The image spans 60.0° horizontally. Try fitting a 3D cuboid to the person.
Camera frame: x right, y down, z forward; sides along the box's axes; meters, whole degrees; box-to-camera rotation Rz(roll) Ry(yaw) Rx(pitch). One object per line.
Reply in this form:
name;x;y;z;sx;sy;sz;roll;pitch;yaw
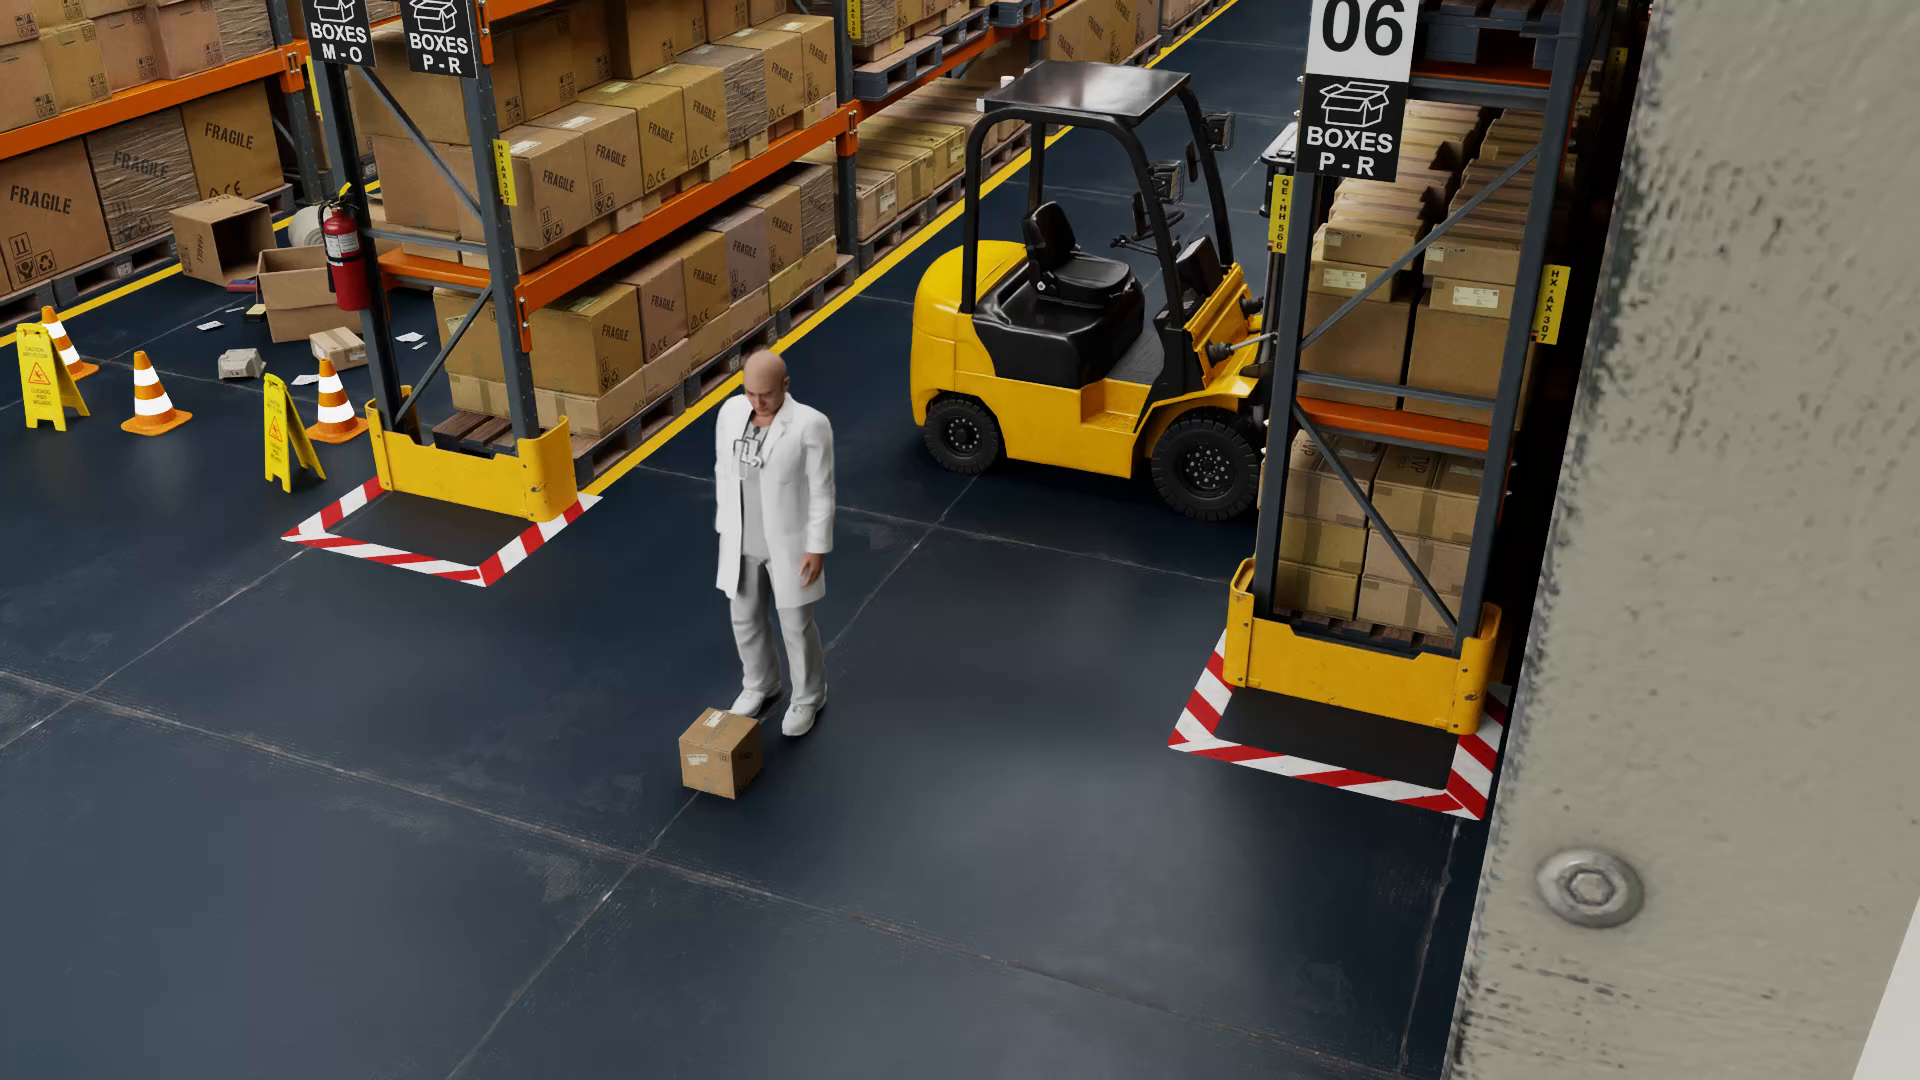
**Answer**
person;-0.796;0.015;7.127;0.562;1.772;0.377;12;31;20
